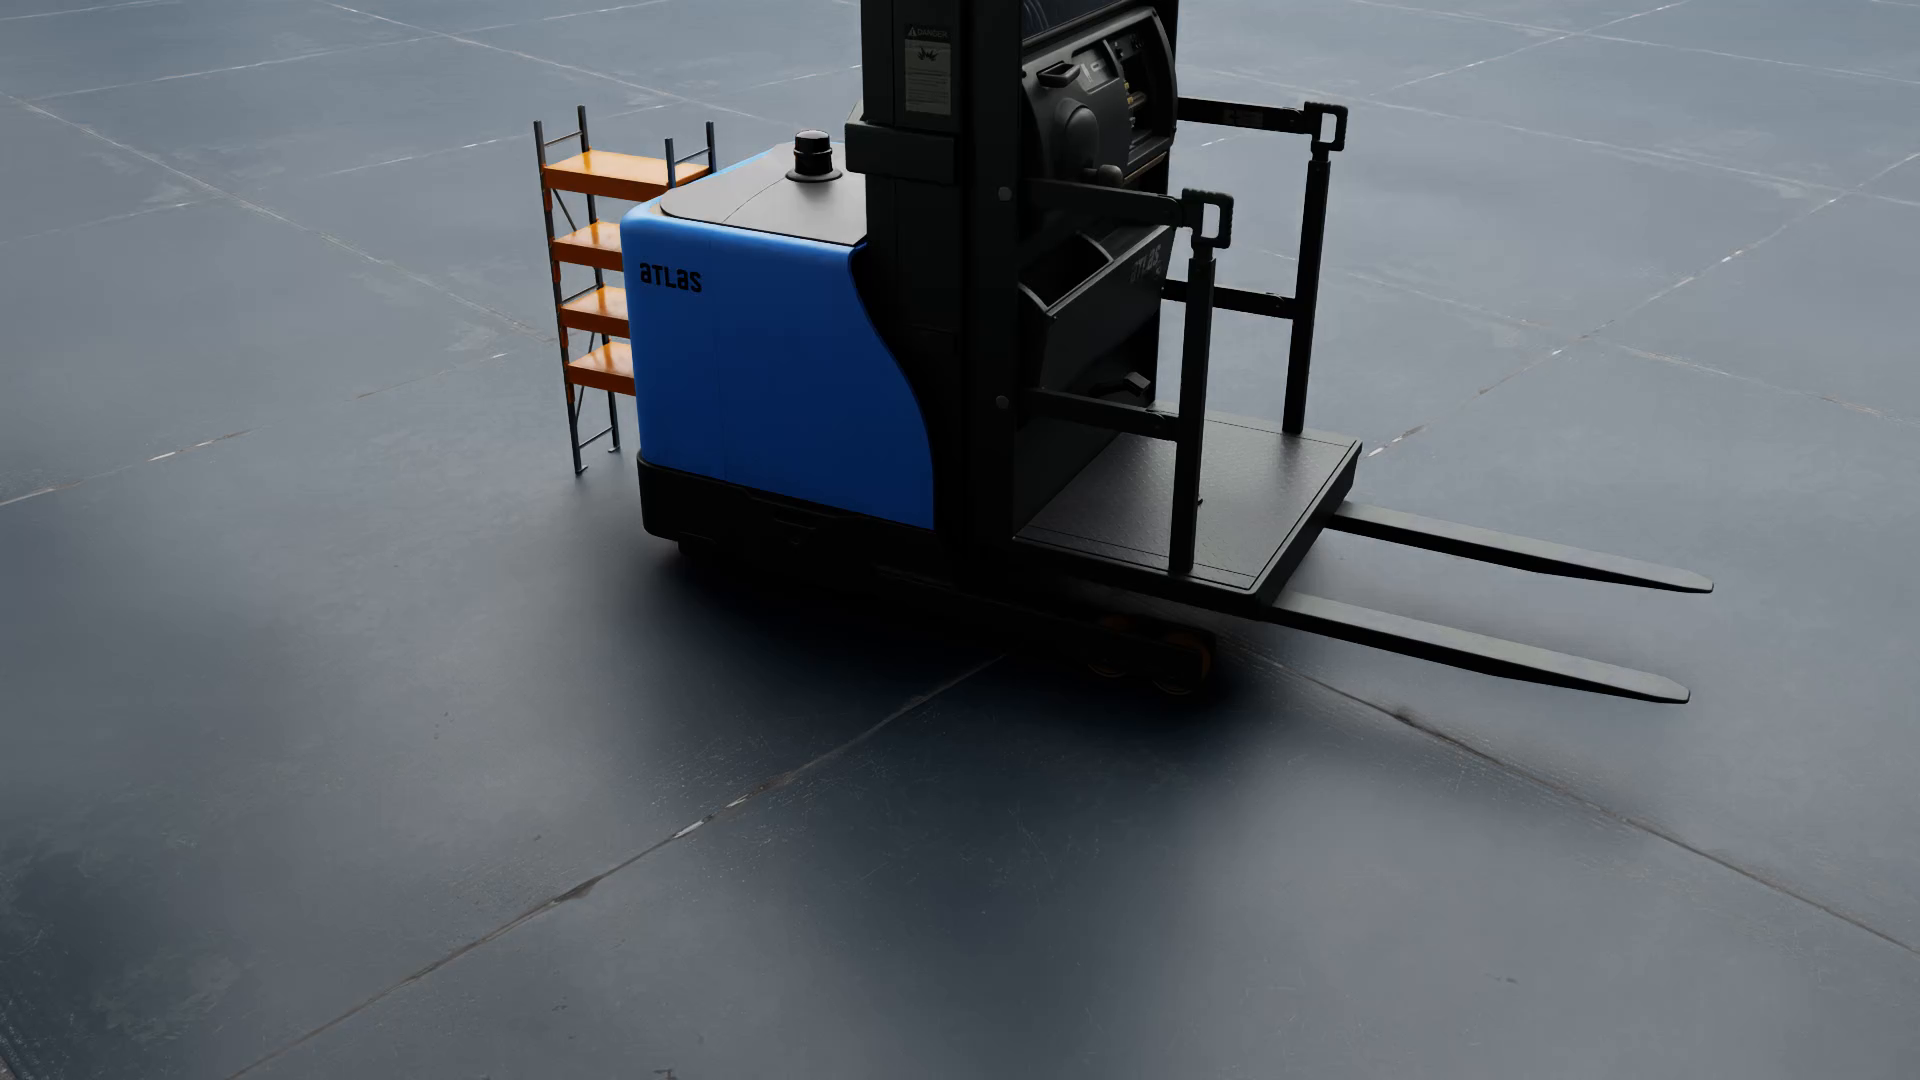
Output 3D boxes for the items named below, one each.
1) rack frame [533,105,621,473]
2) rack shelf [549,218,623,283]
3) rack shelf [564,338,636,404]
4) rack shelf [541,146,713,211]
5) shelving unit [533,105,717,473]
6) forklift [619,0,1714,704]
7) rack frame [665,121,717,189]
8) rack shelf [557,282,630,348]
[{"bbox_3d":[-1.258,-0.811,5.502,0.015,1.200,0.240,13,30,23],"label":"rack frame"},{"bbox_3d":[-1.039,-0.899,5.335,0.480,0.148,0.258,13,30,23],"label":"rack shelf"},{"bbox_3d":[-1.039,-0.526,5.532,0.480,0.148,0.258,13,30,23],"label":"rack shelf"},{"bbox_3d":[-1.039,-1.109,5.225,0.480,0.148,0.258,13,30,23],"label":"rack shelf"},{"bbox_3d":[-1.039,-0.761,5.408,0.503,1.200,0.258,13,30,23],"label":"shelving unit"},{"bbox_3d":[0.562,-1.164,4.315,3.031,2.935,1.130,13,31,24],"label":"forklift"},{"bbox_3d":[-0.819,-0.711,5.314,0.015,1.200,0.240,13,30,23],"label":"rack frame"},{"bbox_3d":[-1.039,-0.701,5.439,0.480,0.148,0.258,13,30,23],"label":"rack shelf"}]
